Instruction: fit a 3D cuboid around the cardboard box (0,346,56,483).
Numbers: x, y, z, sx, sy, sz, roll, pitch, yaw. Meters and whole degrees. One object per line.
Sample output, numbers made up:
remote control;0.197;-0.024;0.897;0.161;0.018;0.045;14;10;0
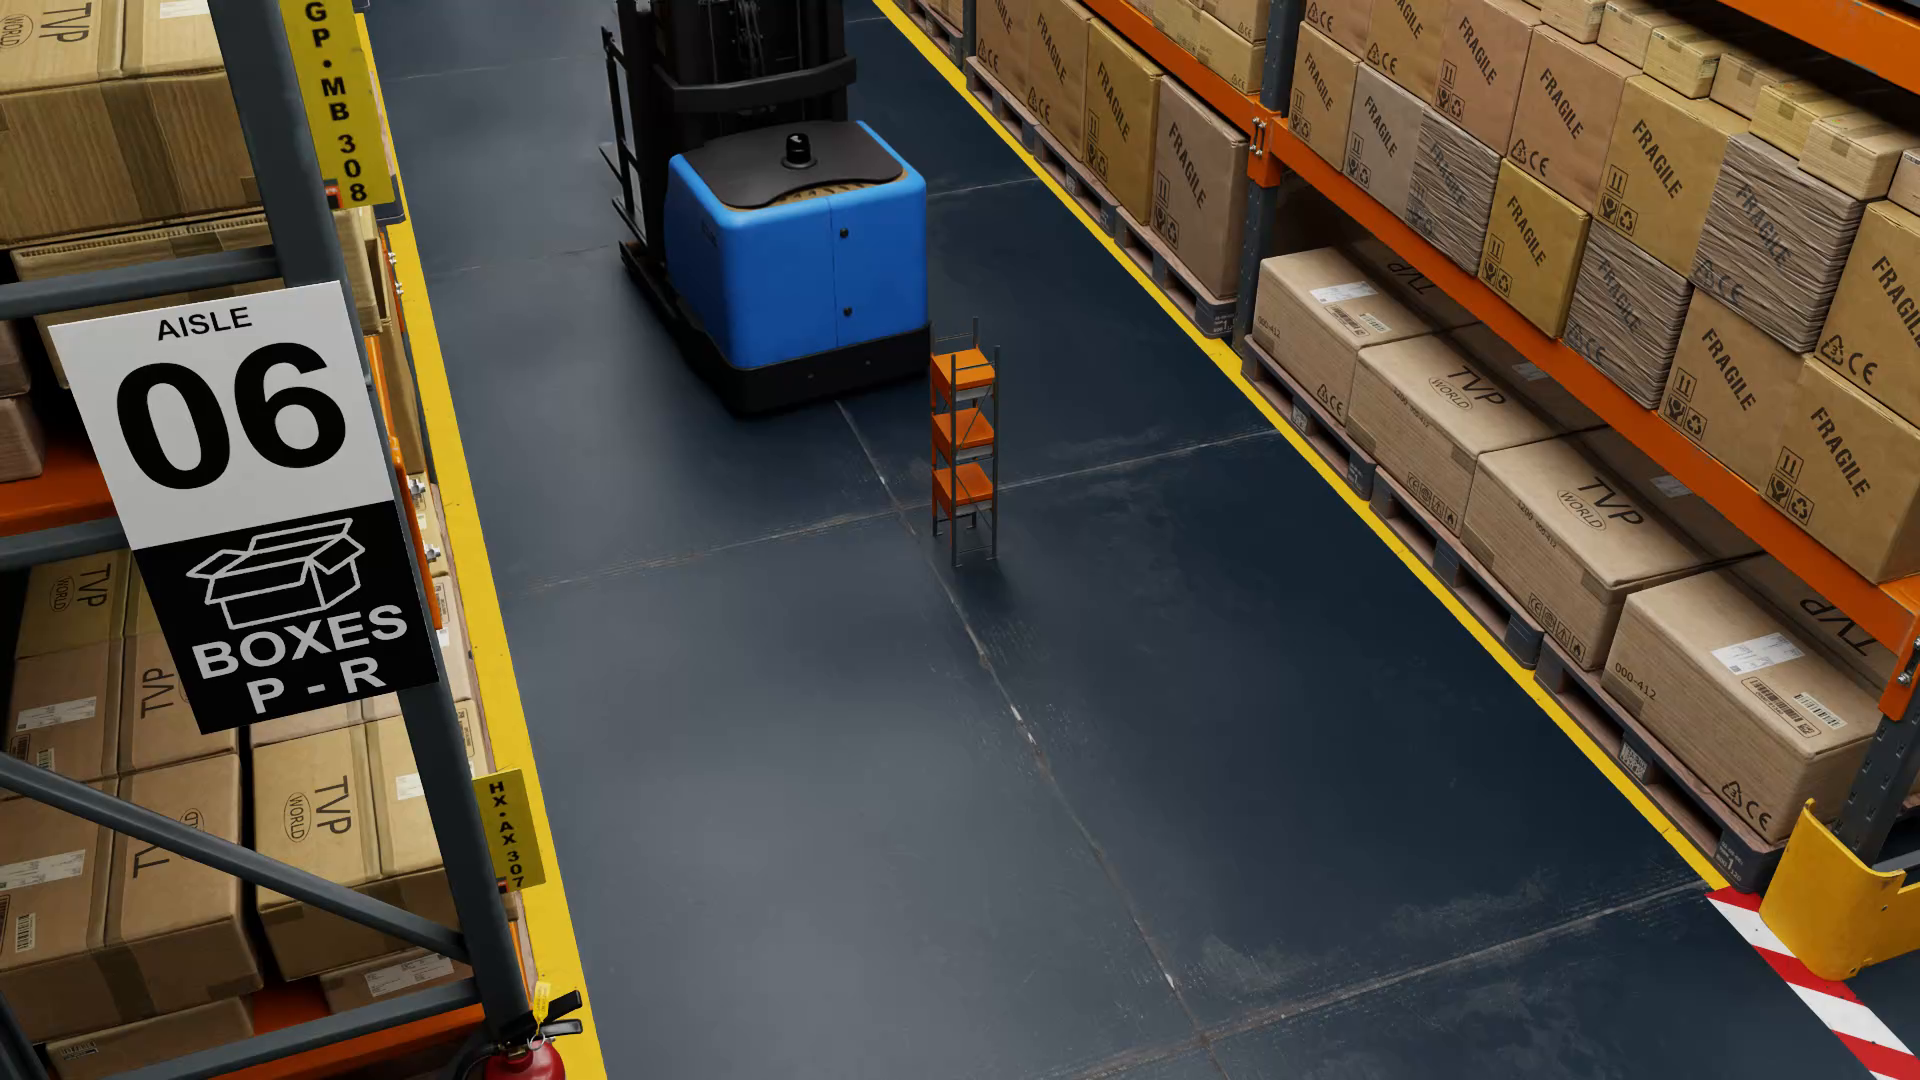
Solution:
cardboard box;-1.725;-0.196;2.733;0.380;0.149;0.250;-11;38;-15

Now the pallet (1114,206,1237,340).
pallet;1.549;-1.561;9.147;1.003;0.211;1.213;-12;39;-16

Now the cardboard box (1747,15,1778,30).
cardboard box;2.905;-1.836;5.741;0.380;0.149;0.250;-13;39;-17

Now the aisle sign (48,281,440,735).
aisle sign;-1.099;-0.026;2.631;0.394;0.787;0.004;-12;39;-16

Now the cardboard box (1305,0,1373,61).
cardboard box;1.821;-2.375;6.996;0.500;0.500;0.500;-12;39;-16

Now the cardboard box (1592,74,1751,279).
cardboard box;2.497;-1.227;5.471;0.500;0.500;0.500;-13;39;-16

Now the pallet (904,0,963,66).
pallet;0.241;-3.842;12.176;1.003;0.211;1.213;-12;39;-16

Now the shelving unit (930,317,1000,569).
shelving unit;0.018;-0.389;6.894;0.215;1.050;0.252;-12;39;-16

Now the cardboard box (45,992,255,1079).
cardboard box;-1.764;1.003;3.634;0.380;0.149;0.250;-13;39;-16

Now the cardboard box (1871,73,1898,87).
cardboard box;3.013;-1.538;5.345;0.380;0.149;0.250;-12;39;-16

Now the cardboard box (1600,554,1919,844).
cardboard box;2.940;0.508;5.862;0.875;0.438;0.875;-14;39;-17

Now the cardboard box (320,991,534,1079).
cardboard box;-1.519;1.499;4.493;0.797;0.503;0.637;-14;39;-18

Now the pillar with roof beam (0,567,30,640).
pillar with roof beam;0.661;-3.933;4.992;9.100;9.000;0.400;-12;39;-16

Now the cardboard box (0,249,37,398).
cardboard box;-1.806;-0.417;2.695;0.500;0.250;0.500;-13;39;-17

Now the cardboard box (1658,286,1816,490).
cardboard box;2.688;-0.539;5.390;0.500;0.500;0.500;-13;39;-17

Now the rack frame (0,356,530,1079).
rack frame;-1.398;1.035;3.383;1.000;3.000;0.127;-12;39;-16

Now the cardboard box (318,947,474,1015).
cardboard box;-1.253;0.893;3.781;0.380;0.149;0.250;-13;39;-16

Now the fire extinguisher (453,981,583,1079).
fire extinguisher;-0.913;1.202;3.535;0.296;0.674;0.183;-12;39;-16

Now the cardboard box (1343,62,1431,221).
cardboard box;1.970;-1.690;6.918;0.500;0.500;0.500;-12;39;-16

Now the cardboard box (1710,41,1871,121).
cardboard box;2.601;-1.435;5.208;0.380;0.149;0.250;-13;39;-16

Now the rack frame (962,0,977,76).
rack frame;0.509;-4.514;10.750;1.000;3.000;0.127;-12;39;-16

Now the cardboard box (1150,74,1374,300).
cardboard box;1.597;-1.907;8.706;0.875;0.875;0.875;-11;38;-15

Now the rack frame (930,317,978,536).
rack frame;-0.024;-0.458;6.986;0.200;1.050;0.008;-12;39;-16

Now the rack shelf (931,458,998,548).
rack shelf;0.018;-0.159;7.068;0.215;0.259;0.240;-12;39;-16

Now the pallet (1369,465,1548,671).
pallet;2.497;-0.005;7.081;1.003;0.211;1.213;-12;39;-16

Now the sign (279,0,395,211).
sign;-0.888;-0.625;2.367;0.100;0.325;0.005;-12;39;-16

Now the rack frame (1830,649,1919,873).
rack frame;3.261;0.005;4.750;1.000;3.000;0.127;-12;39;-16

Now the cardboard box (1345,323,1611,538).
cardboard box;2.309;-0.517;7.223;0.875;0.438;0.875;-14;39;-17

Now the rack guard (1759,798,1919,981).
rack guard;3.270;1.017;5.484;1.175;0.500;0.348;-12;39;-16

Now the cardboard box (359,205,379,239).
cardboard box;-2.370;-1.047;6.024;0.500;0.250;0.500;-11;38;-15

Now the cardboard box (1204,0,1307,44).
cardboard box;1.505;-2.593;7.909;0.500;0.250;0.500;-12;39;-16

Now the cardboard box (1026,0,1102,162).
cardboard box;0.971;-2.921;10.052;0.875;0.875;0.875;-12;39;-15

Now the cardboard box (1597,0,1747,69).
cardboard box;2.387;-1.716;5.582;0.380;0.149;0.250;-11;38;-14

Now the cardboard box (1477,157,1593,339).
cardboard box;2.312;-1.117;6.157;0.500;0.500;0.500;-11;38;-15

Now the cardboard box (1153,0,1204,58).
cardboard box;1.320;-2.684;8.445;0.500;0.250;0.500;-13;39;-17

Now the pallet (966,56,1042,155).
pallet;0.709;-2.940;10.977;1.003;0.211;1.213;-12;39;-16

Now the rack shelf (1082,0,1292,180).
rack shelf;1.197;-3.097;9.467;1.077;0.370;4.000;-12;39;-16

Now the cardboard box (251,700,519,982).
cardboard box;-1.301;0.664;3.753;0.500;0.250;0.500;-12;39;-16

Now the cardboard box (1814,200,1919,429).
cardboard box;2.872;-0.657;4.716;0.500;0.500;0.500;-11;38;-14

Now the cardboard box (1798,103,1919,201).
cardboard box;2.672;-1.122;4.793;0.380;0.149;0.250;-13;39;-16

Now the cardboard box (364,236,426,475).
cardboard box;-1.817;-0.483;4.652;0.500;0.500;0.500;-11;38;-15

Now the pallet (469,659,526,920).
pallet;-2.115;0.967;5.790;1.003;0.211;1.213;-12;39;-16

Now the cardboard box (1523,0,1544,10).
cardboard box;2.237;-2.010;5.972;0.380;0.149;0.250;-13;39;-16

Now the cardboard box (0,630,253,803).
cardboard box;-1.982;0.479;3.998;0.500;0.250;0.500;-12;39;-16

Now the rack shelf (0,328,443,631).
rack shelf;-2.086;-1.006;4.197;1.077;0.370;4.000;-12;39;-16

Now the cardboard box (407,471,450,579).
cardboard box;-1.652;0.093;4.510;0.500;0.250;0.500;-13;39;-17

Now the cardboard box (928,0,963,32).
cardboard box;0.323;-3.954;11.841;0.950;0.372;0.625;-15;40;-19

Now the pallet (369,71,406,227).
pallet;-2.947;-1.622;7.070;1.003;0.211;1.213;-12;39;-16

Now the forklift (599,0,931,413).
forklift;-1.230;-2.657;8.342;1.130;2.935;3.031;-16;40;-20

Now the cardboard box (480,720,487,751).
cardboard box;-1.865;0.690;5.569;0.500;0.500;0.500;-12;39;-15

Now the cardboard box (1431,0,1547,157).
cardboard box;2.155;-1.797;6.228;0.500;0.500;0.500;-12;39;-15
